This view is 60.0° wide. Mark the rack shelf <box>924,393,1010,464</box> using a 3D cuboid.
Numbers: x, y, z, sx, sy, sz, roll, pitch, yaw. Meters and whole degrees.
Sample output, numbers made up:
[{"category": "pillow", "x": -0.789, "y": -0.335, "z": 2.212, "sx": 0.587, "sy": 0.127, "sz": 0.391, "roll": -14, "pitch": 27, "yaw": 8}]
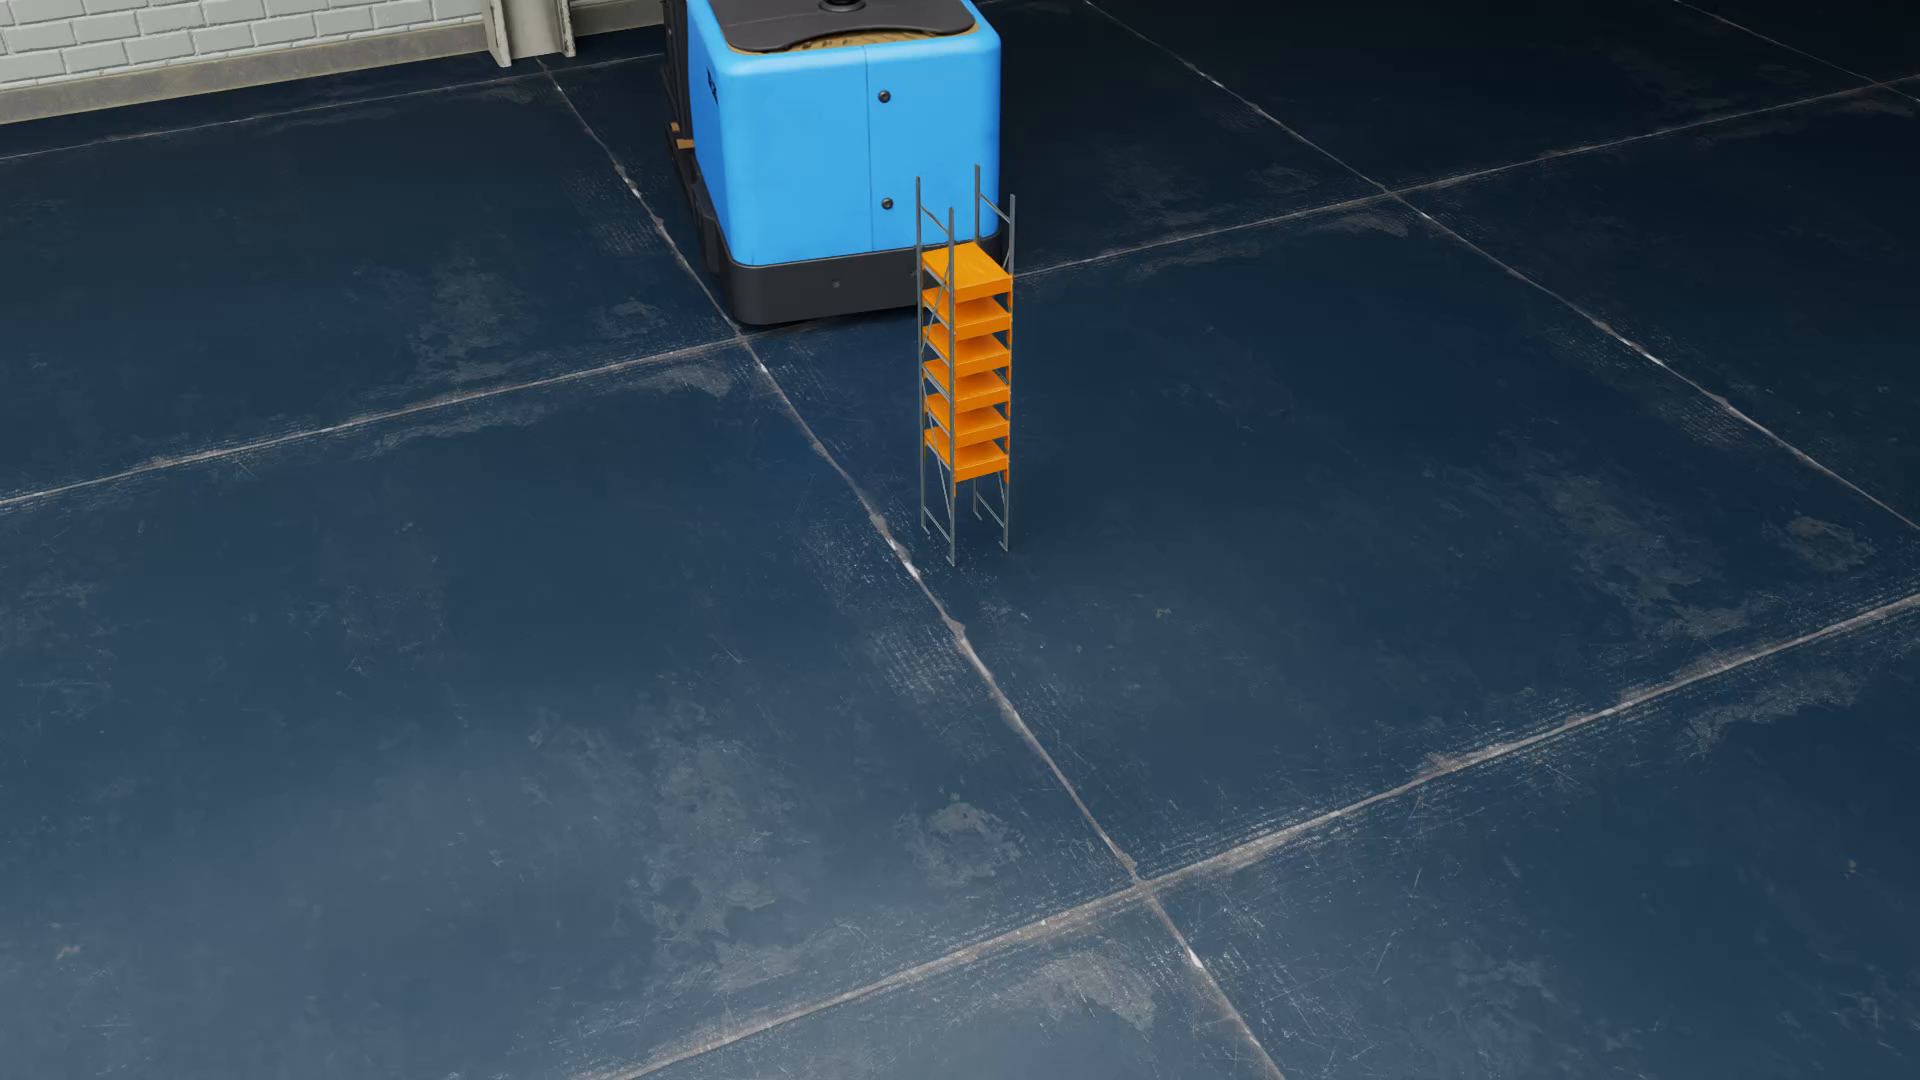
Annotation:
[{"category": "rack shelf", "x": 0.013, "y": -0.354, "z": 4.995, "sx": 0.180, "sy": 0.103, "sz": 0.258, "roll": -16, "pitch": 39, "yaw": -20}]

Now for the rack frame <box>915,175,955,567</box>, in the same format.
[{"category": "rack frame", "x": -0.070, "y": -0.462, "z": 4.866, "sx": 0.006, "sy": 1.200, "sz": 0.240, "roll": -16, "pitch": 39, "yaw": -20}]

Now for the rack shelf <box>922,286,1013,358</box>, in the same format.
[{"category": "rack shelf", "x": 0.013, "y": -0.643, "z": 4.781, "sx": 0.180, "sy": 0.103, "sz": 0.258, "roll": -16, "pitch": 39, "yaw": -20}]

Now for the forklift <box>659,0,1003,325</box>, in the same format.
[{"category": "forklift", "x": -0.721, "y": -2.859, "z": 6.644, "sx": 1.130, "sy": 2.935, "sz": 3.031, "roll": -9, "pitch": 38, "yaw": -12}]

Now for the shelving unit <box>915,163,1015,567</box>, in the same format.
[{"category": "shelving unit", "x": 0.013, "y": -0.486, "z": 4.898, "sx": 0.189, "sy": 1.200, "sz": 0.258, "roll": -16, "pitch": 39, "yaw": -20}]

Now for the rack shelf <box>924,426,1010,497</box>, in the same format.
[{"category": "rack shelf", "x": 0.013, "y": -0.257, "z": 5.067, "sx": 0.180, "sy": 0.103, "sz": 0.258, "roll": -16, "pitch": 39, "yaw": -20}]

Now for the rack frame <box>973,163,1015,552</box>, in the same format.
[{"category": "rack frame", "x": 0.096, "y": -0.509, "z": 4.929, "sx": 0.006, "sy": 1.200, "sz": 0.240, "roll": -16, "pitch": 39, "yaw": -20}]

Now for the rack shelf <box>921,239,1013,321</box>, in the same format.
[{"category": "rack shelf", "x": 0.013, "y": -0.739, "z": 4.710, "sx": 0.180, "sy": 0.103, "sz": 0.258, "roll": -16, "pitch": 39, "yaw": -20}]

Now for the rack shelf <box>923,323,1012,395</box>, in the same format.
[{"category": "rack shelf", "x": 0.013, "y": -0.546, "z": 4.852, "sx": 0.180, "sy": 0.103, "sz": 0.258, "roll": -16, "pitch": 39, "yaw": -20}]

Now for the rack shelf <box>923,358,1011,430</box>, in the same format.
[{"category": "rack shelf", "x": 0.013, "y": -0.450, "z": 4.924, "sx": 0.180, "sy": 0.103, "sz": 0.258, "roll": -16, "pitch": 39, "yaw": -20}]

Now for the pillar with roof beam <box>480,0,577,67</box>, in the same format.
[{"category": "pillar with roof beam", "x": -0.407, "y": -3.845, "z": 2.880, "sx": 0.400, "sy": 9.000, "sz": 9.100, "roll": -16, "pitch": 39, "yaw": -20}]
